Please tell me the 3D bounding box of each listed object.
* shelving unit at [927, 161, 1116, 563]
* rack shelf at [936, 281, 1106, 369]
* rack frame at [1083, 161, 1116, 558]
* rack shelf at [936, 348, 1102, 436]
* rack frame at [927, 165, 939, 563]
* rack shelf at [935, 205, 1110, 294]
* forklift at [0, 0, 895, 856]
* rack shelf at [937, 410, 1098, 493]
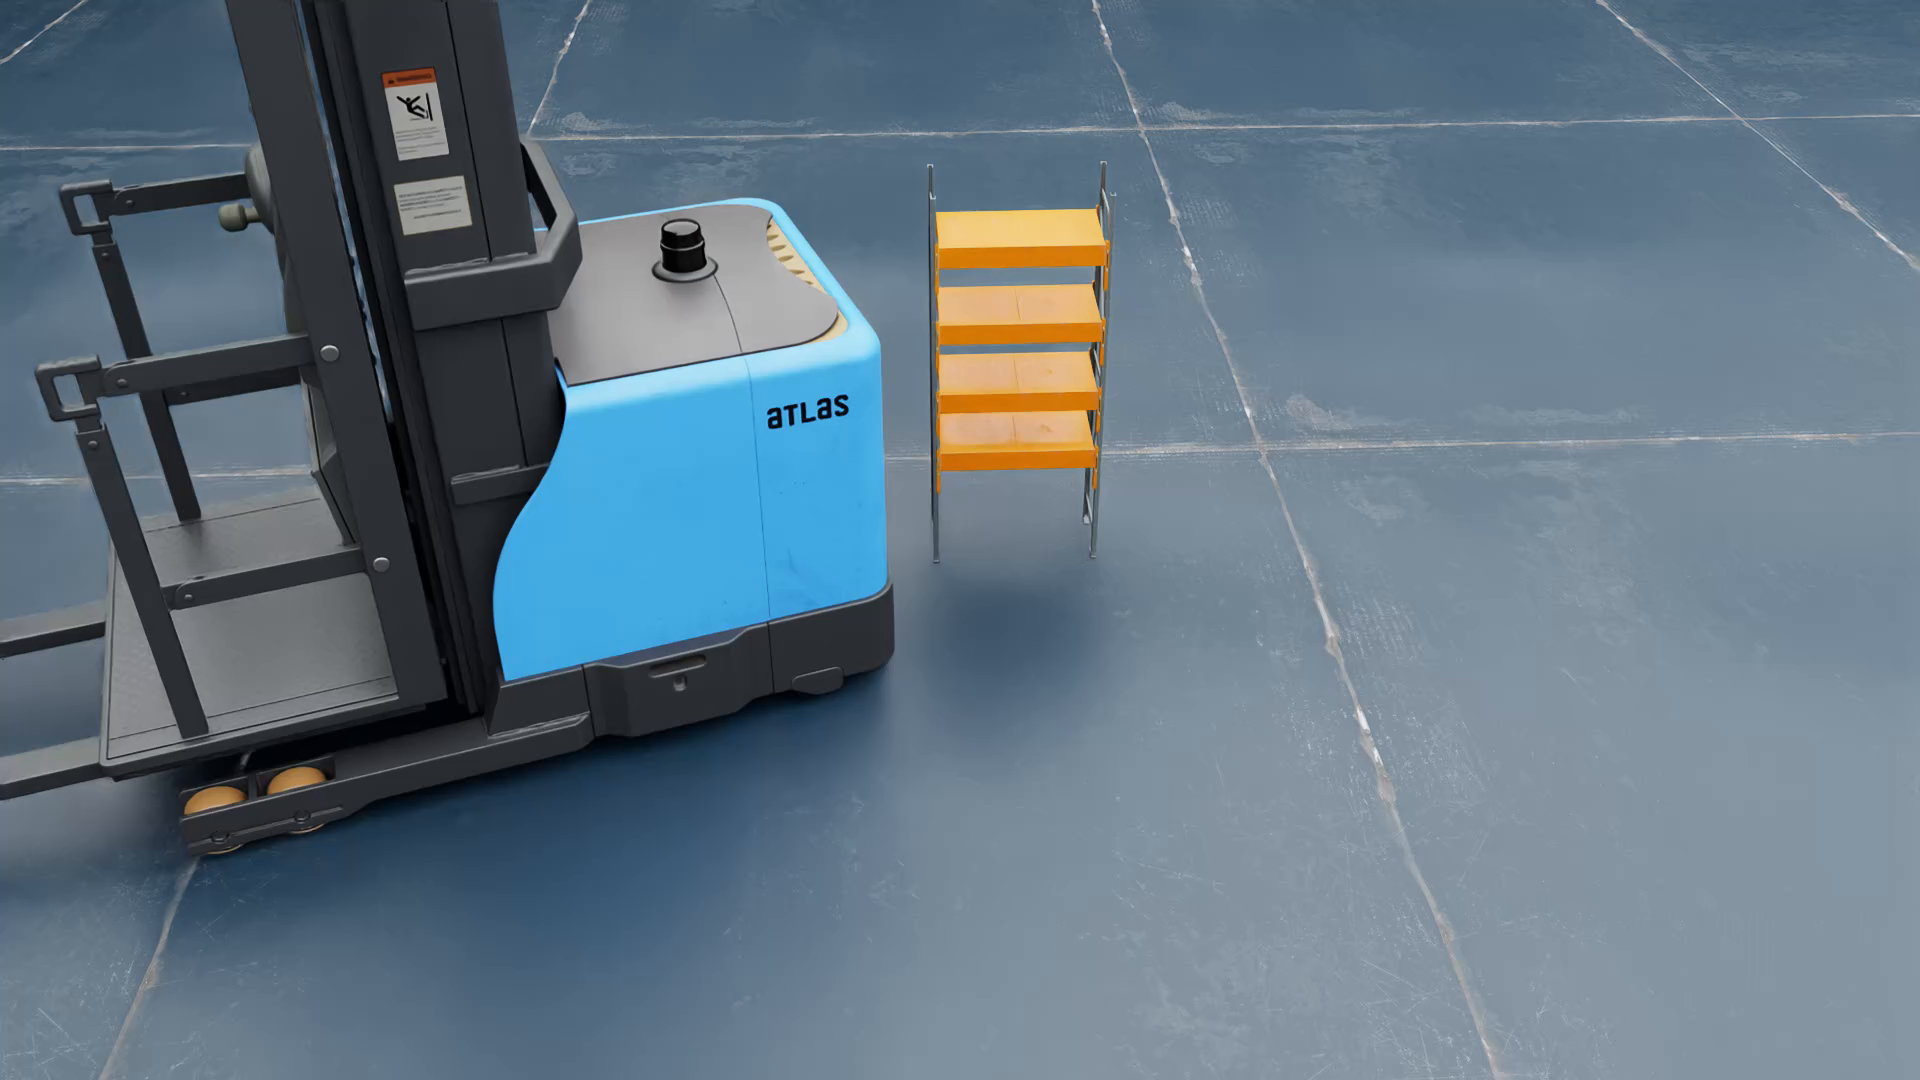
[{"bbox_3d":[0.165,-0.498,4.915,0.503,1.200,0.258,-2,35,-2],"label":"shelving unit"},{"bbox_3d":[0.165,-0.626,4.826,0.480,0.148,0.258,-2,35,-2],"label":"rack shelf"},{"bbox_3d":[0.409,-0.504,4.924,0.015,1.200,0.240,-2,35,-2],"label":"rack frame"},{"bbox_3d":[0.165,-0.443,4.953,0.480,0.148,0.258,-2,35,-2],"label":"rack shelf"},{"bbox_3d":[-0.078,-0.491,4.905,0.015,1.200,0.240,-2,35,-2],"label":"rack frame"},{"bbox_3d":[0.165,-0.821,4.691,0.480,0.148,0.258,-2,35,-2],"label":"rack shelf"},{"bbox_3d":[-1.754,-0.769,3.785,3.031,2.935,1.130,-13,37,-18],"label":"forklift"},{"bbox_3d":[0.165,-0.279,5.066,0.480,0.148,0.258,-2,35,-2],"label":"rack shelf"}]
